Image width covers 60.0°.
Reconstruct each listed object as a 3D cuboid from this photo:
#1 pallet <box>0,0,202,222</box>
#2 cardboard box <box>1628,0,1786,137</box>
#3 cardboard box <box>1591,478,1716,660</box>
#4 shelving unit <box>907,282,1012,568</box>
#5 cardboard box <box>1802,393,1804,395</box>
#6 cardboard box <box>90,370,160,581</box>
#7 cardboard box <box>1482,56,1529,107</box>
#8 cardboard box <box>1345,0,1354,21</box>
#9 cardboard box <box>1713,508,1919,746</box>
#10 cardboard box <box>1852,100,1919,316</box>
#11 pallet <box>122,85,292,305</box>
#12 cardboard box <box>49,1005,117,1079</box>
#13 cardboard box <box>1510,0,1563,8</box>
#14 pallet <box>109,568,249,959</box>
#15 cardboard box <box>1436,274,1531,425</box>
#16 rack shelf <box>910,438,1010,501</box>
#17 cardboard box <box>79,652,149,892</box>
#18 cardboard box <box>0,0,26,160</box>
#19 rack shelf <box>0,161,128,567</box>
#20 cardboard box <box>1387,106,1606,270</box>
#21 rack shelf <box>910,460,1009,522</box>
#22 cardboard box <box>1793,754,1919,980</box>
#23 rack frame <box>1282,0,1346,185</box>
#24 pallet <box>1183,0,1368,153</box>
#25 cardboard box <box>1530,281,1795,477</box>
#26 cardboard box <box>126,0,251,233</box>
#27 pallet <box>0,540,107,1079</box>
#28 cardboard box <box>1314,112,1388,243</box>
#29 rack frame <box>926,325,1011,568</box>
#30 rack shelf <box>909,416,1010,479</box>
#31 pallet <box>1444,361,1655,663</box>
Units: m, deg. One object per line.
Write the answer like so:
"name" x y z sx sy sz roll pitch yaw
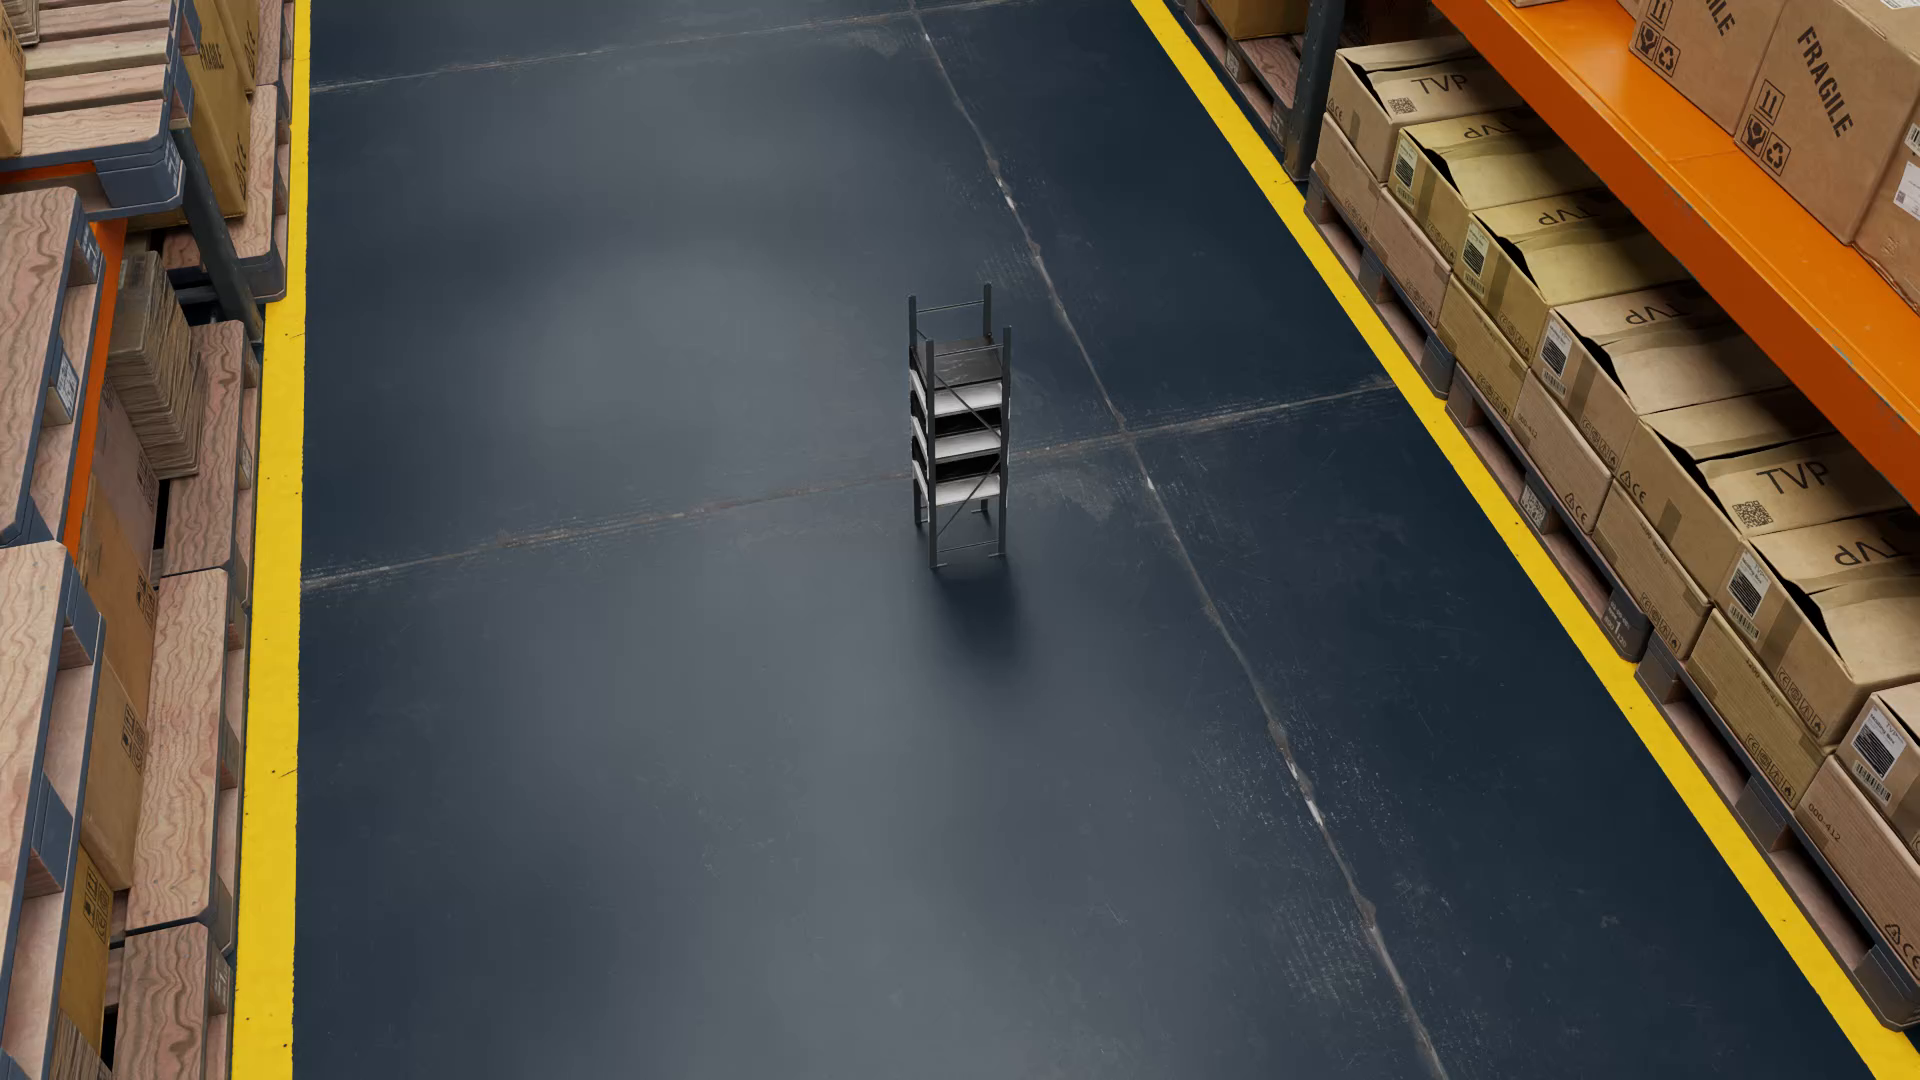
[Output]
"pallet" -2.700 -1.157 4.418 1.213 0.211 1.003 -11 47 -10
"cardboard box" 2.247 -1.484 4.534 0.500 0.500 0.500 -13 47 -12
"cardboard box" 2.181 0.036 4.745 0.500 0.250 0.500 -10 46 -9
"shelving unit" -0.002 -0.321 4.934 0.258 0.900 0.210 -11 47 -10
"cardboard box" 2.566 -0.616 4.992 0.500 0.311 0.500 -10 46 -9
"cardboard box" -2.731 -0.111 4.701 0.700 0.500 0.500 -11 47 -10
"cardboard box" 2.174 -1.669 6.024 0.500 0.311 0.500 -10 46 -9
"cardboard box" 1.822 -2.611 7.150 0.500 0.500 0.500 -12 47 -12
"cardboard box" 2.306 0.191 4.201 0.500 0.311 0.500 -10 46 -9
"cardboard box" 2.510 -0.775 3.839 0.500 0.500 0.500 -8 46 -7
"pallet" -3.115 -1.278 6.355 1.003 0.211 1.213 -11 47 -10
"cardboard box" -2.166 1.281 3.336 0.700 0.500 0.500 -9 46 -9
"cardboard box" 1.844 -1.921 5.094 0.500 0.311 0.500 -11 47 -11
"pallet" -2.478 0.660 4.455 1.003 0.211 1.213 -11 47 -10
"cardboard box" 1.921 -0.669 5.437 0.500 0.250 0.500 -12 47 -11
"rack shelf" -0.002 -0.234 5.022 0.258 0.077 0.200 -11 47 -10
"cardboard box" -2.438 0.574 4.030 0.700 0.500 0.500 -10 46 -10
"cardboard box" -2.686 -1.182 3.930 0.700 0.500 0.500 -15 47 -14
"rack shelf" -2.474 -0.064 3.716 1.077 0.370 4.000 -11 47 -10
"cardboard box" 1.795 -1.209 5.573 0.500 0.311 0.500 -12 47 -11
"rack shelf" -0.002 -0.171 5.086 0.258 0.077 0.200 -11 47 -10
"cardboard box" 2.440 0.739 4.057 0.500 0.250 0.500 -11 47 -11
"rack frame" 1.802 -2.605 5.702 1.000 3.000 0.127 -11 47 -10
"pallet" 1.647 -2.151 7.210 1.003 0.211 1.213 -11 47 -10
"cardboard box" 2.055 -0.502 4.880 0.500 0.311 0.500 -11 47 -11
"cardboard box" -3.047 -1.623 5.951 0.750 0.750 0.750 -11 47 -11
"pallet" -2.017 0.578 2.717 1.003 0.211 1.213 -11 47 -10
"cardboard box" 1.652 -1.374 6.127 0.500 0.250 0.500 -11 47 -10
"rack frame" 0.024 -0.250 4.865 0.240 0.900 0.006 -11 47 -10
"rack shelf" -0.002 -0.297 4.958 0.258 0.077 0.200 -11 47 -10
"pallet" 2.284 -0.212 5.310 1.003 0.211 1.213 -11 47 -10
